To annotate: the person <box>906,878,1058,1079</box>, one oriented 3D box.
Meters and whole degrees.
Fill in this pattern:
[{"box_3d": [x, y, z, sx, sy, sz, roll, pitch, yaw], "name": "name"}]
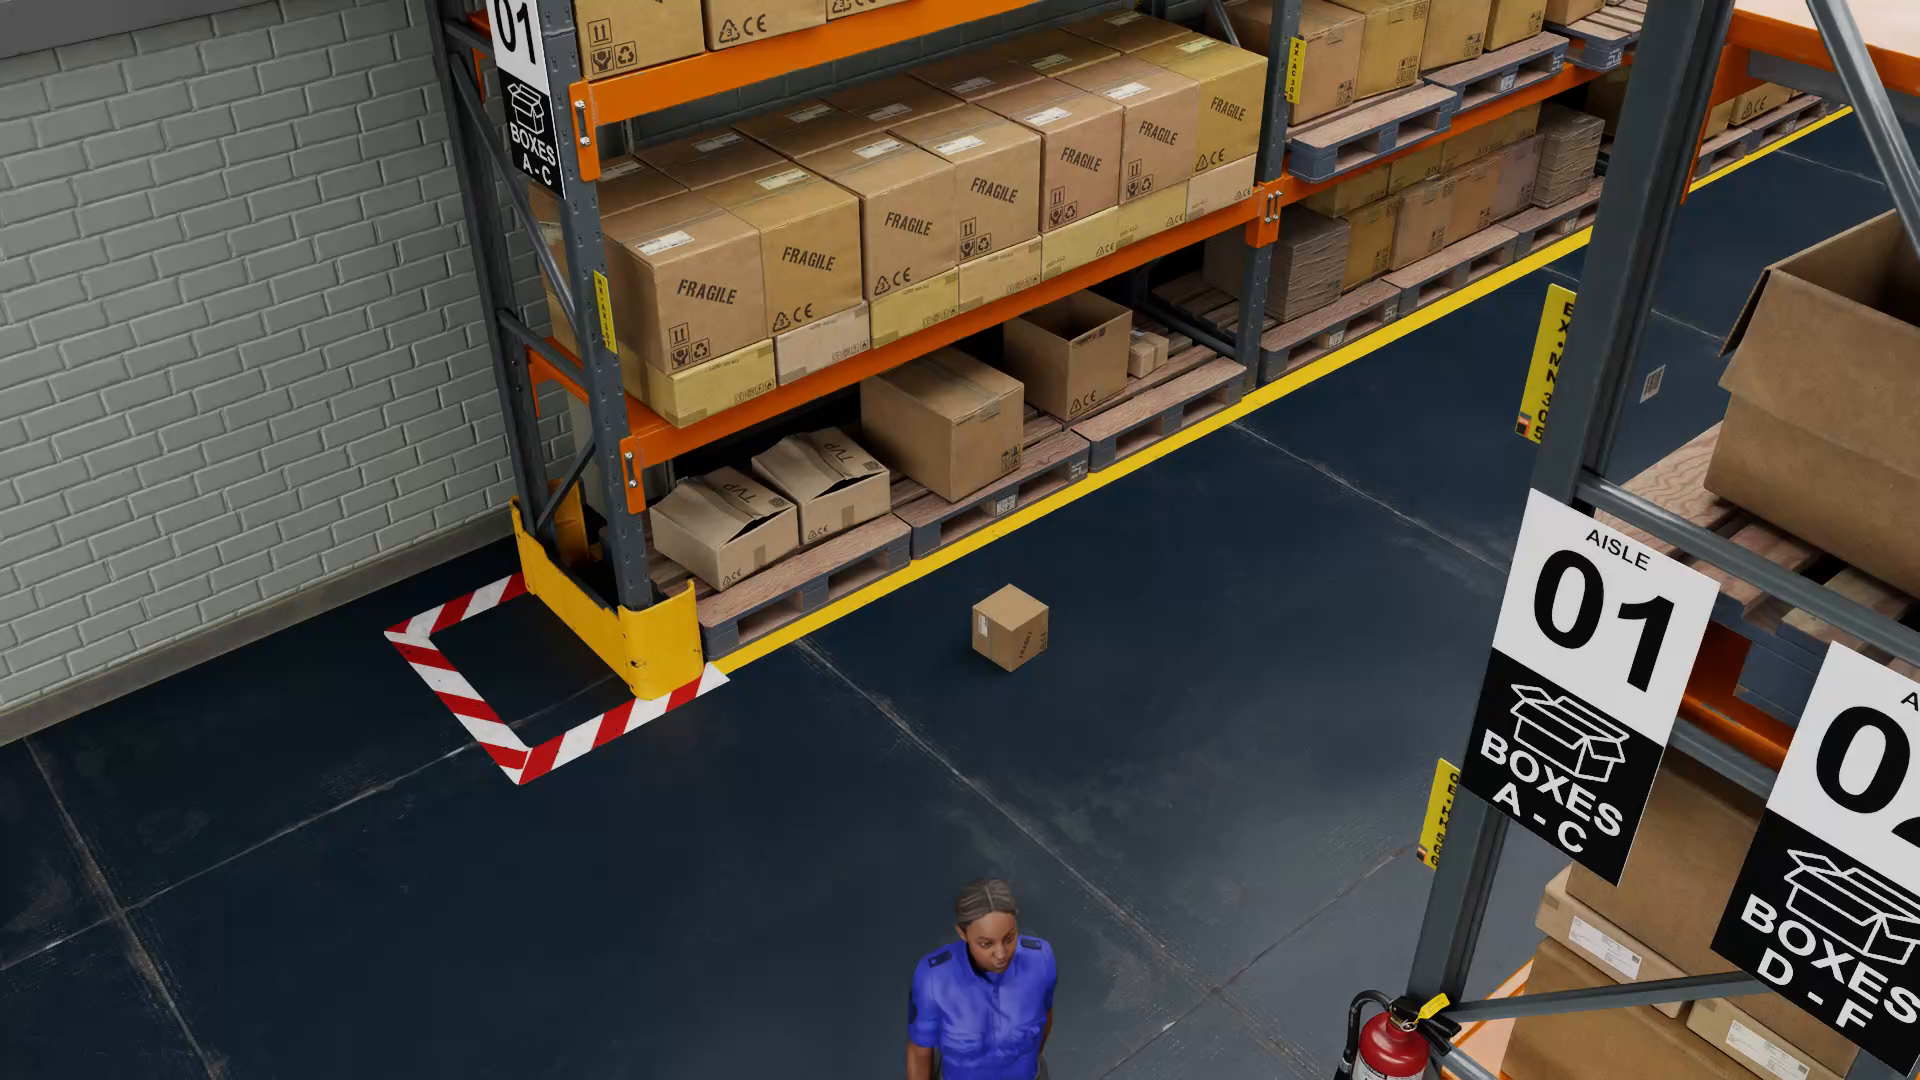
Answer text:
[{"box_3d": [0.063, 1.599, 4.882, 0.447, 1.605, 0.954, -4, 36, -6], "name": "person"}]
